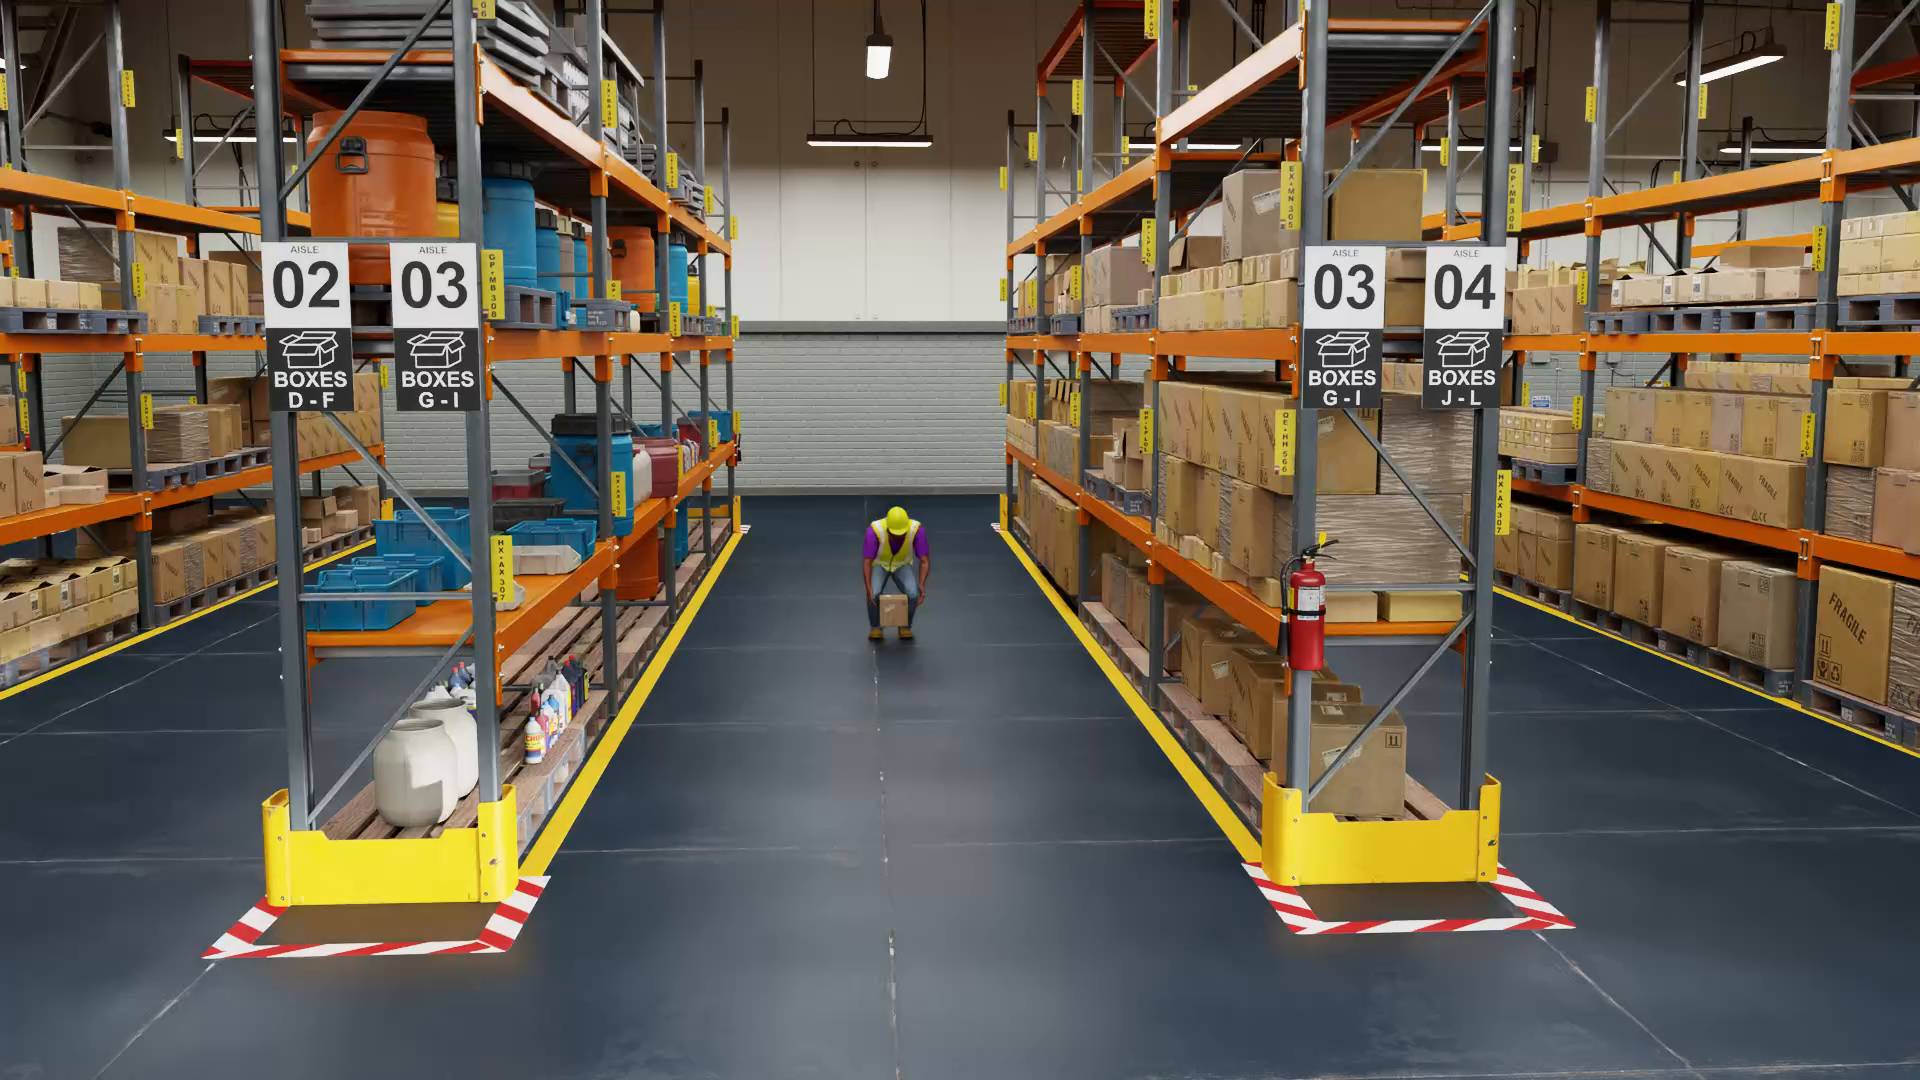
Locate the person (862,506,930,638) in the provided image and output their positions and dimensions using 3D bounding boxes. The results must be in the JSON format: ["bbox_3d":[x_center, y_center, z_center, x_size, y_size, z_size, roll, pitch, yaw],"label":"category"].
[{"bbox_3d":[-0.593,0.288,15.370,0.626,1.260,0.823,0,7,-4],"label":"person"}]
